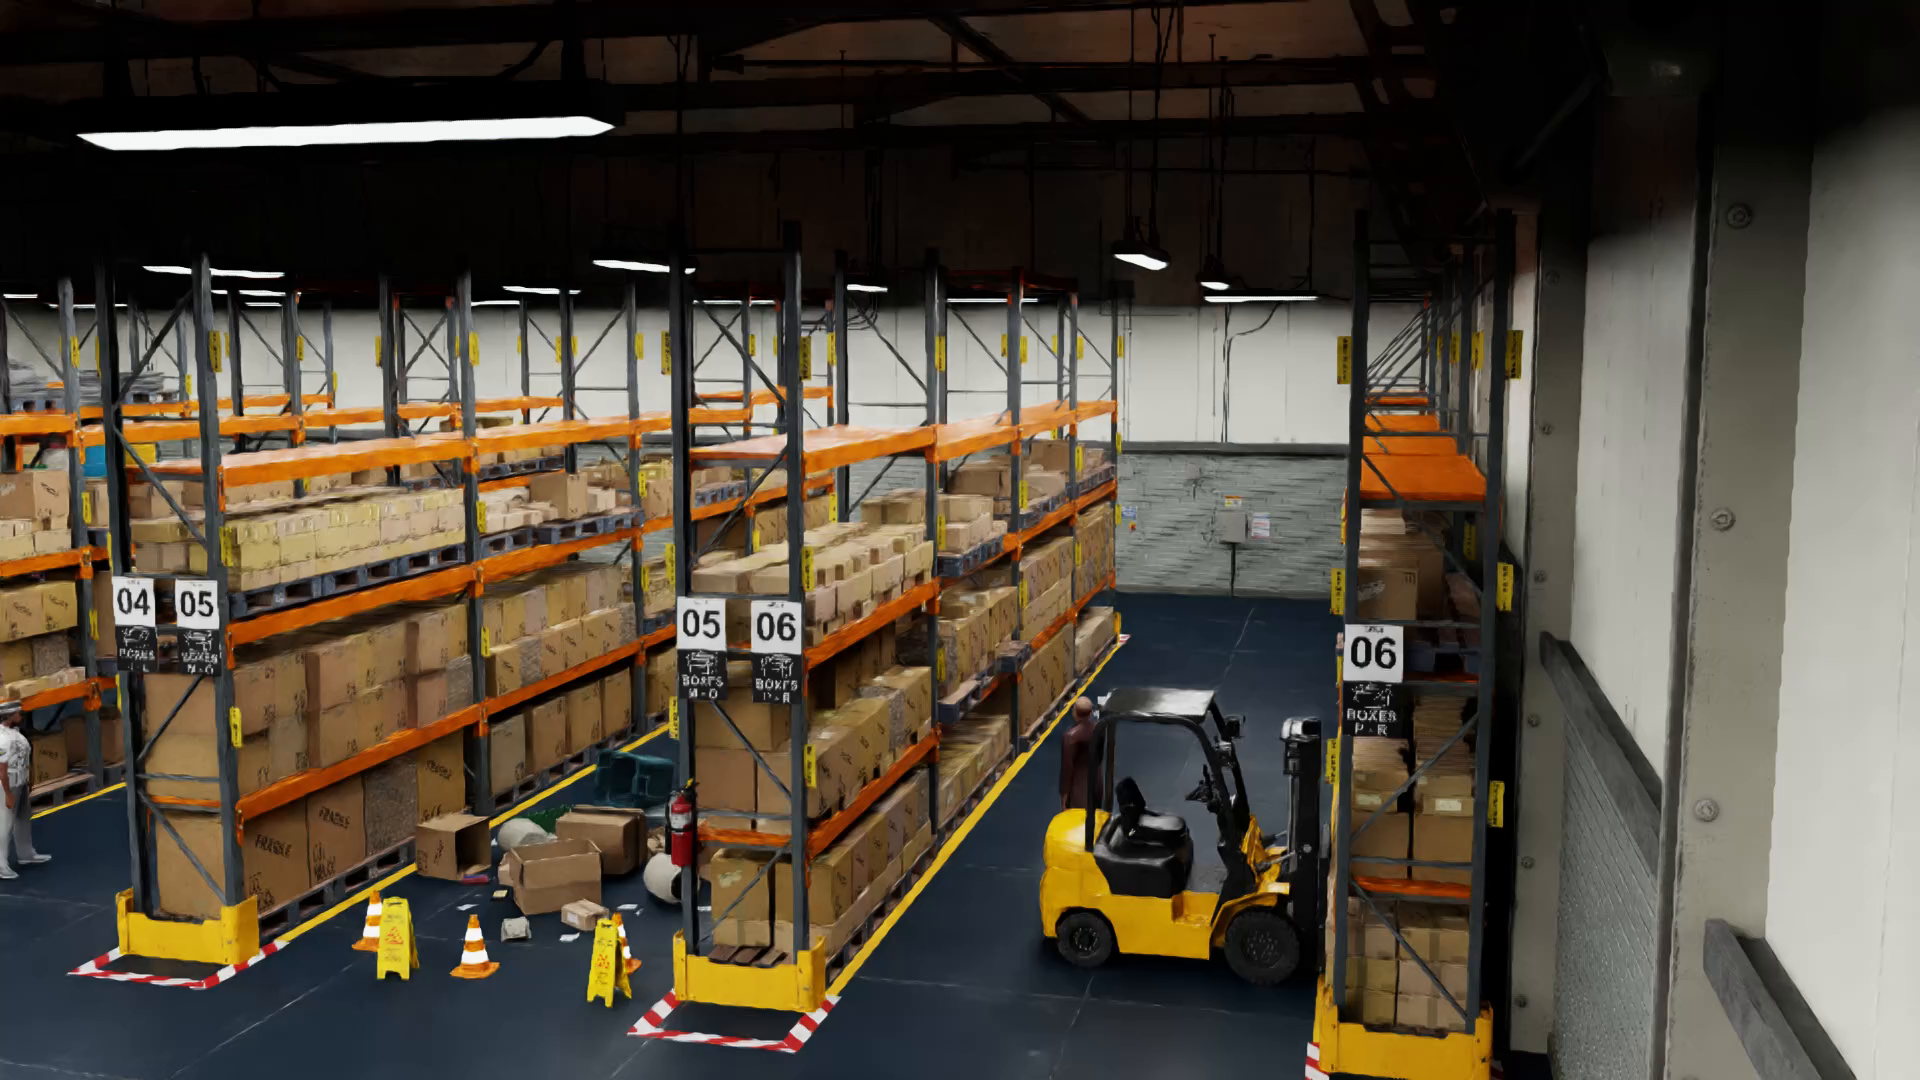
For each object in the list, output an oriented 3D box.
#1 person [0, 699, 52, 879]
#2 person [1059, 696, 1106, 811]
[{"bbox_3d":[-9.112,2.371,16.054,0.440,1.683,0.551,-2,7,-14],"label":"person"},{"bbox_3d":[1.103,2.353,15.754,0.557,1.781,0.631,6,10,43],"label":"person"}]
